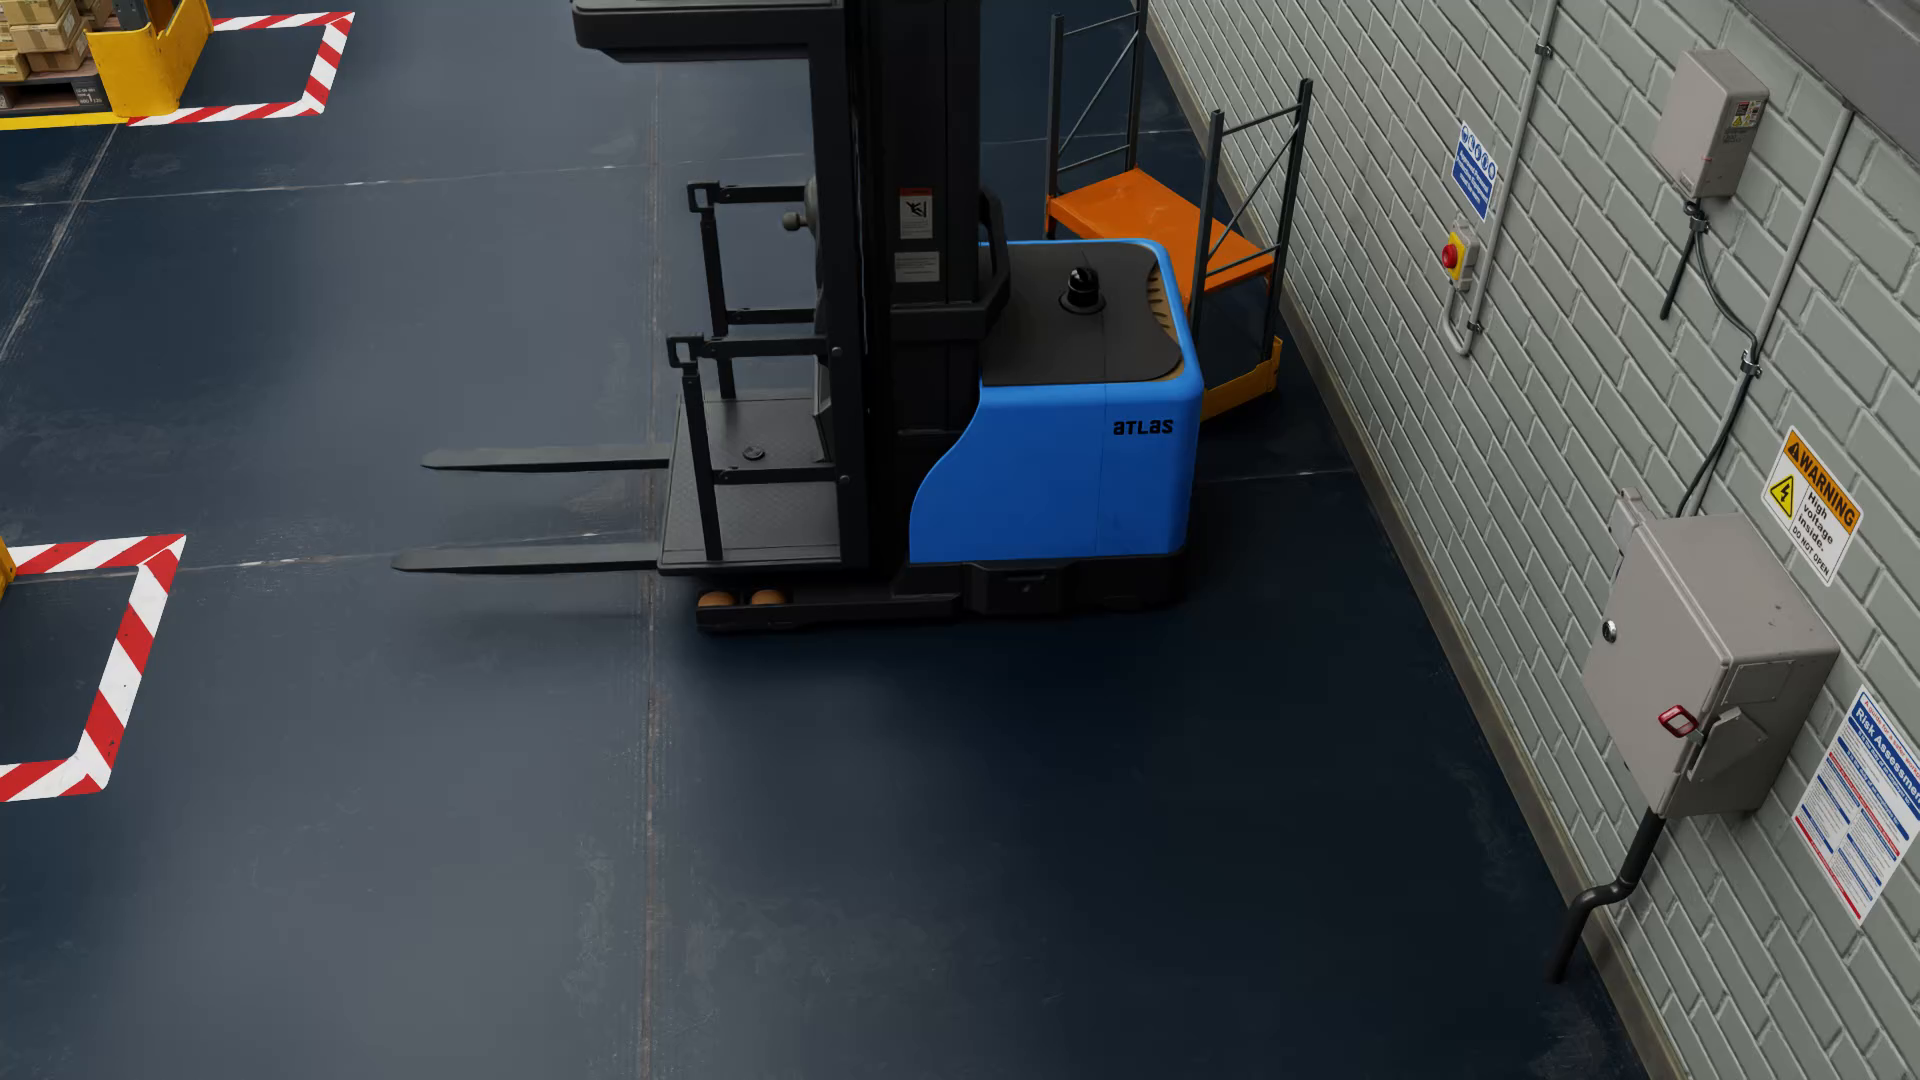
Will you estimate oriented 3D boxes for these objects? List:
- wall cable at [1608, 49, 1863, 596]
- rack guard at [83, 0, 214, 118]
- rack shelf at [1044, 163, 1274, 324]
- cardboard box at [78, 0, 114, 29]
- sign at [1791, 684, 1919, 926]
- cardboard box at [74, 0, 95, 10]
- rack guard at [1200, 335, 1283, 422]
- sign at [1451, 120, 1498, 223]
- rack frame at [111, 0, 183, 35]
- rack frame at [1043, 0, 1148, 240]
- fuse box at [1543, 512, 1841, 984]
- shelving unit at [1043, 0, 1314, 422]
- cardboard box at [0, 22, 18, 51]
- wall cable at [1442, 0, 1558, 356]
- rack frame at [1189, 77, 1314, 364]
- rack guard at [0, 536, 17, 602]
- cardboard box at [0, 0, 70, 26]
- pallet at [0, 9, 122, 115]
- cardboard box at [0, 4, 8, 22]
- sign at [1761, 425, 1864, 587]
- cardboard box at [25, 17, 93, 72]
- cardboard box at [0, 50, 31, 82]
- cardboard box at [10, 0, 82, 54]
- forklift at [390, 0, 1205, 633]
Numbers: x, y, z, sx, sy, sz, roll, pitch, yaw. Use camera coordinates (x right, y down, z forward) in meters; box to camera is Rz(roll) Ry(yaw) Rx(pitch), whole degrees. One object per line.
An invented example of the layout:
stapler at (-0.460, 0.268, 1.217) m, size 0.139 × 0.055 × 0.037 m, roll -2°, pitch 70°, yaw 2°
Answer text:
wall cable at (1.907, -0.566, 4.380) m, size 0.122 × 1.984 × 0.588 m, roll -5°, pitch 42°, yaw -6°
rack guard at (-4.694, -2.969, 9.668) m, size 0.348 × 0.500 × 1.175 m, roll -5°, pitch 42°, yaw -6°
rack shelf at (0.883, -1.304, 7.344) m, size 0.538 × 0.185 × 1.000 m, roll -24°, pitch 47°, yaw -25°
cardboard box at (-5.180, -3.168, 9.837) m, size 0.250 × 0.149 × 0.380 m, roll -4°, pitch 42°, yaw -5°
sign at (2.108, 0.623, 3.890) m, size 0.001 × 0.494 × 0.329 m, roll -5°, pitch 42°, yaw -6°
cardboard box at (-5.172, -3.236, 9.691) m, size 0.250 × 0.149 × 0.380 m, roll -3°, pitch 42°, yaw -4°
rack guard at (1.168, -0.692, 7.331) m, size 0.587 × 0.250 × 0.087 m, roll -24°, pitch 47°, yaw -25°
sign at (1.766, -1.268, 5.714) m, size 0.001 × 0.218 × 0.327 m, roll -5°, pitch 42°, yaw -6°
rack frame at (-4.619, -3.903, 8.838) m, size 0.127 × 3.000 × 1.000 m, roll -5°, pitch 42°, yaw -6°
rack frame at (0.597, -1.719, 7.536) m, size 0.500 × 1.500 × 0.032 m, roll -24°, pitch 47°, yaw -25°
fuse box at (1.839, 0.756, 4.634) m, size 0.414 × 1.711 × 0.539 m, roll -5°, pitch 42°, yaw -6°
shelving unit at (0.888, -1.432, 7.218) m, size 0.587 × 1.500 × 1.083 m, roll -24°, pitch 47°, yaw -25°
cardboard box at (-5.371, -2.889, 9.306) m, size 0.250 × 0.149 × 0.380 m, roll -6°, pitch 42°, yaw -7°
wall cable at (1.711, -1.519, 5.412) m, size 0.123 × 1.953 × 0.585 m, roll -5°, pitch 42°, yaw -6°
rack frame at (1.169, -1.156, 6.911) m, size 0.500 × 1.500 × 0.032 m, roll -24°, pitch 47°, yaw -25°
rack guard at (-3.853, 0.301, 6.043) m, size 0.348 × 0.500 × 1.175 m, roll -5°, pitch 42°, yaw -6°
cardboard box at (-5.111, -3.007, 9.215) m, size 0.250 × 0.149 × 0.380 m, roll -5°, pitch 42°, yaw -5°
pallet at (-5.504, -2.814, 9.712) m, size 1.213 × 0.211 × 1.003 m, roll -5°, pitch 42°, yaw -6°
cardboard box at (-5.368, -3.024, 9.233) m, size 0.250 × 0.149 × 0.380 m, roll -4°, pitch 42°, yaw -5°
sign at (2.037, -0.084, 3.986) m, size 0.001 × 0.242 × 0.339 m, roll -5°, pitch 42°, yaw -6°
cardboard box at (-5.114, -2.817, 9.448) m, size 0.250 × 0.149 × 0.380 m, roll -4°, pitch 42°, yaw -5°
cardboard box at (-5.356, -2.727, 9.349) m, size 0.250 × 0.149 × 0.380 m, roll -4°, pitch 42°, yaw -4°
cardboard box at (-5.105, -2.876, 9.292) m, size 0.250 × 0.149 × 0.380 m, roll -6°, pitch 42°, yaw -7°
forklift at (-0.667, -1.096, 5.777) m, size 3.031 × 2.935 × 1.130 m, roll -2°, pitch 42°, yaw -2°
